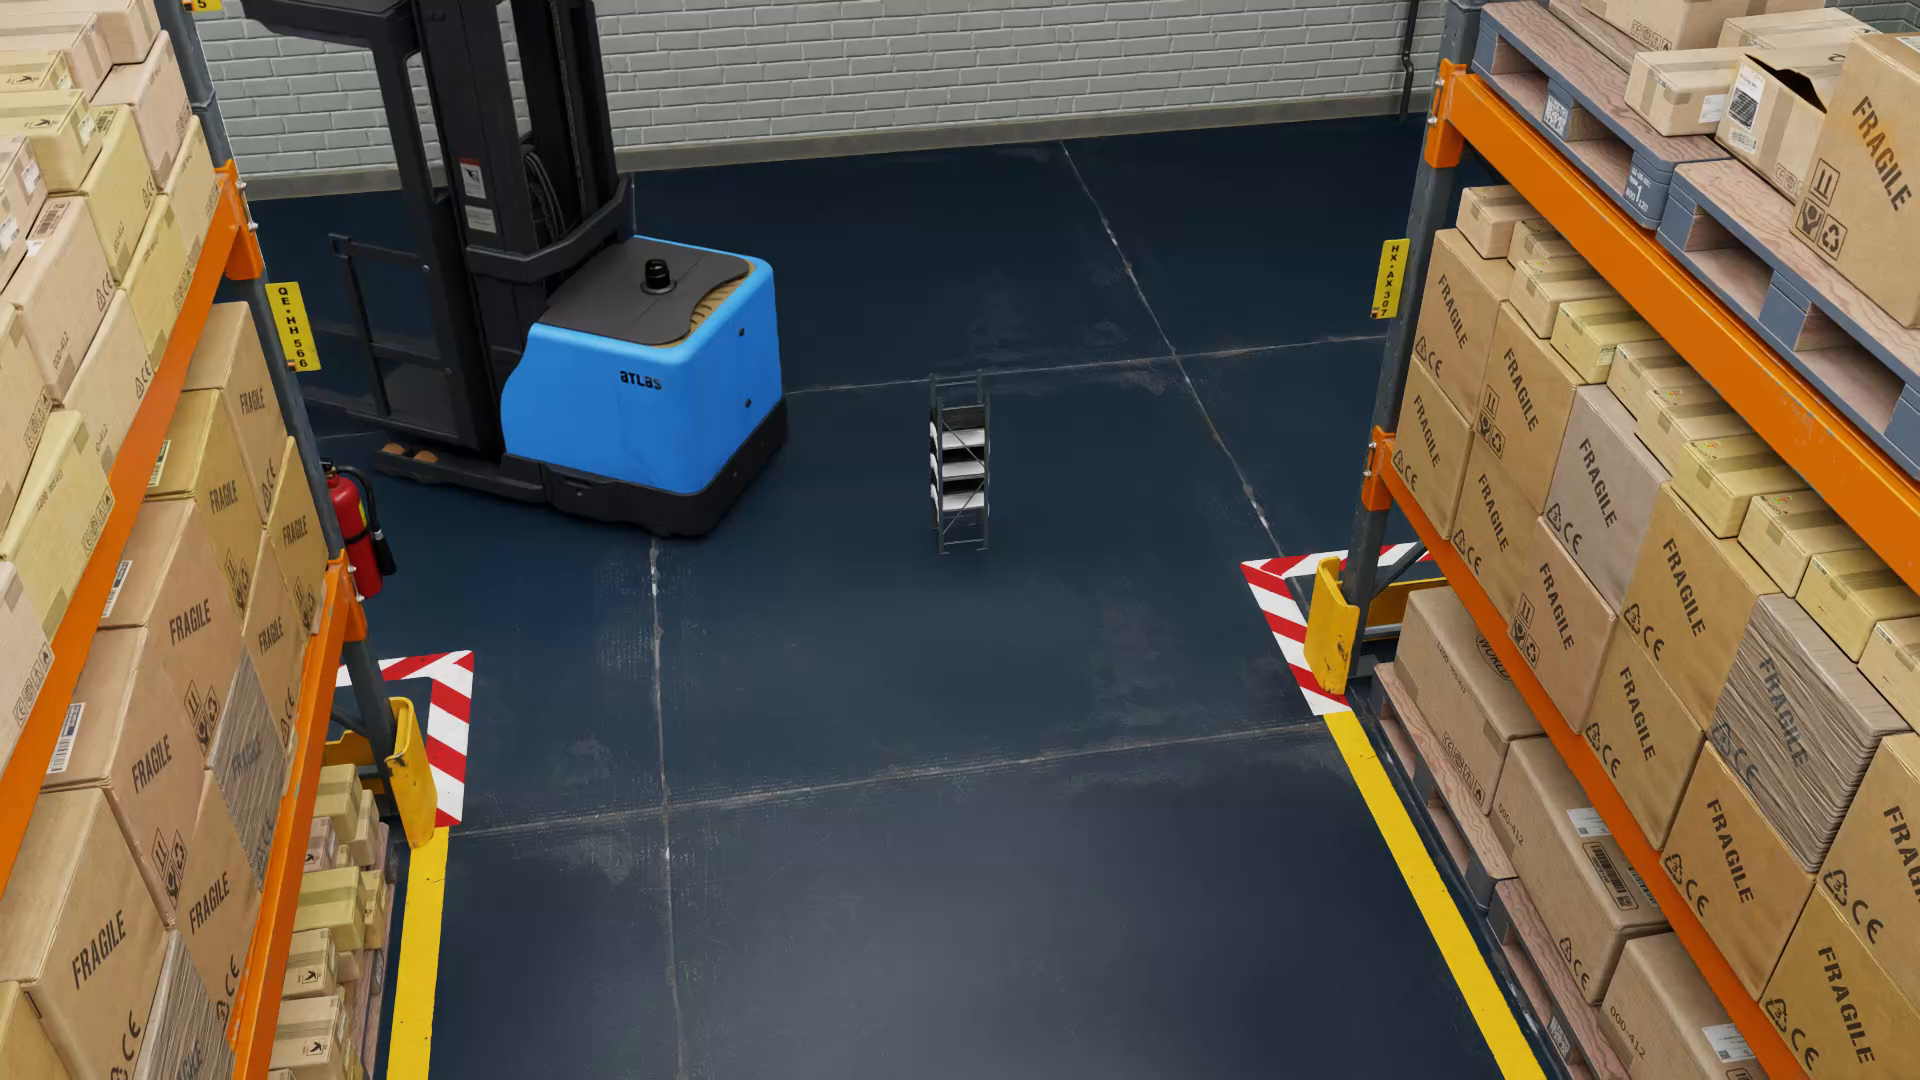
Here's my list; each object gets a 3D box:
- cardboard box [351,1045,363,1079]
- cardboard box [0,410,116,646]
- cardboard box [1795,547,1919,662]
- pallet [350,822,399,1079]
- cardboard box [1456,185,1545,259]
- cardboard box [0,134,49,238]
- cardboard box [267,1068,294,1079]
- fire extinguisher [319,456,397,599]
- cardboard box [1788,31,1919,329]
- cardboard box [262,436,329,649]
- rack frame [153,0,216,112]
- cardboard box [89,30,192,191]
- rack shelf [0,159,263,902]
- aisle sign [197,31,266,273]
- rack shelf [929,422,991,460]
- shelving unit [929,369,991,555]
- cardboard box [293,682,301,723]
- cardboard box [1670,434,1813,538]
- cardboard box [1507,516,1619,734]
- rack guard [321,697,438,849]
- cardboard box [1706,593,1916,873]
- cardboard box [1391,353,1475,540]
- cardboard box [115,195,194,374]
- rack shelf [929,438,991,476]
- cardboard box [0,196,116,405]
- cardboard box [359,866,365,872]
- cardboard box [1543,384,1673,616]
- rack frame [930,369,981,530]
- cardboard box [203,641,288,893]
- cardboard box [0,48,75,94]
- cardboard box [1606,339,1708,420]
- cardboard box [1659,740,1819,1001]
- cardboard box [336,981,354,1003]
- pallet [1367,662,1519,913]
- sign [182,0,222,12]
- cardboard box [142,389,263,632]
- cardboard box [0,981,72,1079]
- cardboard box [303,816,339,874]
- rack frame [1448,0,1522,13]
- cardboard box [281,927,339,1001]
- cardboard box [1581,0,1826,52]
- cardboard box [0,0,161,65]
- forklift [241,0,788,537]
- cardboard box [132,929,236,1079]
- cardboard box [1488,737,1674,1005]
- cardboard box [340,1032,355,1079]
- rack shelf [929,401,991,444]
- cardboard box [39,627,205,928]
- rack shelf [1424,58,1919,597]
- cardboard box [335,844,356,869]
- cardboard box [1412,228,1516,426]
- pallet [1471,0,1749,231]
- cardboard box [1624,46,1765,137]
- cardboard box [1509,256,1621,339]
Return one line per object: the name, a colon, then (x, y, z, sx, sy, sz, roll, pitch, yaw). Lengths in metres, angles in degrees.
cardboard box: (-2.143, 1.806, 5.362, 0.380, 0.149, 0.250, -8, 39, -10)
cardboard box: (-2.086, -0.010, 3.395, 0.500, 0.250, 0.500, -5, 38, -6)
cardboard box: (2.318, 0.143, 4.095, 0.380, 0.149, 0.250, -7, 38, -9)
pallet: (-2.589, 1.583, 5.940, 1.003, 0.211, 1.213, -6, 38, -8)
cardboard box: (1.936, -1.098, 5.693, 0.380, 0.149, 0.250, -5, 38, -7)
cardboard box: (-2.231, -0.747, 3.612, 0.380, 0.149, 0.250, -7, 38, -9)
cardboard box: (-2.187, 1.751, 4.948, 0.380, 0.149, 0.250, -7, 38, -9)
fire extinguisher: (-2.299, -0.082, 6.178, 0.296, 0.674, 0.183, -6, 38, -8)
cardboard box: (2.352, -0.847, 3.845, 0.500, 0.500, 0.500, -6, 38, -7)
cardboard box: (-2.377, 0.029, 5.344, 0.500, 0.500, 0.500, -5, 38, -7)
rack frame: (-2.709, -2.427, 3.939, 1.000, 3.000, 0.127, -6, 38, -8)
cardboard box: (-2.378, -1.130, 4.429, 0.500, 0.250, 0.500, -7, 38, -9)
rack shelf: (-2.359, 0.249, 3.525, 1.077, 0.370, 4.000, -6, 38, -8)
aisle sign: (-2.427, -1.161, 5.081, 0.394, 0.787, 0.004, -6, 38, -8)
rack shelf: (-0.001, -0.476, 7.790, 0.258, 0.077, 0.200, -6, 38, -8)
shelving unit: (-0.001, -0.360, 7.880, 0.258, 0.900, 0.210, -6, 38, -8)
cardboard box: (-2.309, 0.512, 5.251, 0.380, 0.149, 0.250, -7, 38, -8)
cardboard box: (2.166, -0.157, 4.481, 0.380, 0.149, 0.250, -7, 38, -9)
cardboard box: (2.135, 0.241, 5.313, 0.500, 0.500, 0.500, -6, 38, -8)
rack guard: (-2.696, 0.975, 6.488, 1.175, 0.500, 0.348, -6, 38, -8)
cardboard box: (2.313, 0.461, 4.215, 0.500, 0.500, 0.500, -6, 38, -7)
cardboard box: (1.948, -0.370, 6.100, 0.500, 0.500, 0.500, -7, 38, -8)
cardboard box: (-2.273, -0.630, 4.193, 0.500, 0.250, 0.500, -6, 38, -8)
rack shelf: (-0.001, -0.405, 7.845, 0.258, 0.077, 0.200, -6, 38, -8)
cardboard box: (-2.200, -0.512, 3.633, 0.500, 0.250, 0.500, -6, 38, -7)
cardboard box: (-2.412, 1.197, 6.145, 0.380, 0.149, 0.250, -6, 38, -7)
cardboard box: (2.145, -0.144, 4.994, 0.500, 0.500, 0.500, -7, 38, -8)
rack frame: (-0.019, -0.422, 7.959, 0.240, 0.900, 0.006, -6, 38, -8)
cardboard box: (-2.194, 0.645, 4.550, 0.500, 0.500, 0.500, -6, 38, -8)
cardboard box: (-2.369, -1.055, 4.007, 0.380, 0.149, 0.250, -7, 38, -9)
cardboard box: (2.147, -0.468, 4.882, 0.380, 0.149, 0.250, -6, 38, -8)
cardboard box: (2.316, 0.860, 4.516, 0.500, 0.500, 0.500, -7, 38, -9)
cardboard box: (-2.306, 1.511, 5.742, 0.380, 0.149, 0.250, -6, 38, -8)
pallet: (2.363, 0.924, 6.788, 1.003, 0.211, 1.213, -6, 38, -8)
sign: (-2.160, -1.640, 4.649, 0.100, 0.325, 0.005, -6, 38, -8)
cardboard box: (-2.295, -0.054, 4.636, 0.500, 0.500, 0.500, -7, 38, -9)
cardboard box: (-1.953, 1.196, 3.027, 0.500, 0.500, 0.500, -7, 38, -9)
cardboard box: (-2.380, 1.117, 5.763, 0.380, 0.149, 0.250, -6, 38, -7)
rack frame: (2.146, -3.021, 4.703, 1.000, 3.000, 0.127, -6, 38, -8)
cardboard box: (-2.226, 1.423, 5.369, 0.380, 0.149, 0.250, -8, 39, -10)
cardboard box: (2.314, -1.720, 5.173, 0.500, 0.250, 0.500, -10, 39, -12)
cardboard box: (-2.362, -1.369, 4.412, 0.380, 0.149, 0.250, -7, 38, -8)
forklift: (-2.476, -1.733, 7.991, 3.031, 2.935, 1.130, 13, 40, 16)
cardboard box: (-1.994, 1.268, 3.748, 0.500, 0.500, 0.500, -7, 38, -9)
cardboard box: (2.529, 1.134, 5.991, 0.875, 0.438, 0.875, -5, 38, -7)
cardboard box: (-2.140, 1.698, 5.259, 0.380, 0.149, 0.250, -6, 38, -7)
rack shelf: (-0.001, -0.547, 7.735, 0.258, 0.077, 0.200, -6, 38, -8)
cardboard box: (-2.100, 0.578, 3.822, 0.500, 0.500, 0.500, -7, 38, -10)
rack shelf: (2.497, -0.344, 4.289, 1.077, 0.370, 4.000, -6, 38, -8)
cardboard box: (-2.343, 1.236, 5.853, 0.380, 0.149, 0.250, -7, 38, -9)
cardboard box: (1.950, -0.765, 5.794, 0.500, 0.500, 0.500, -7, 38, -9)
pallet: (2.287, -1.354, 5.075, 1.003, 0.211, 1.213, -6, 38, -8)
cardboard box: (2.111, -1.260, 4.663, 0.380, 0.149, 0.250, -5, 38, -6)
cardboard box: (1.985, -0.778, 5.281, 0.380, 0.149, 0.250, -5, 38, -7)
